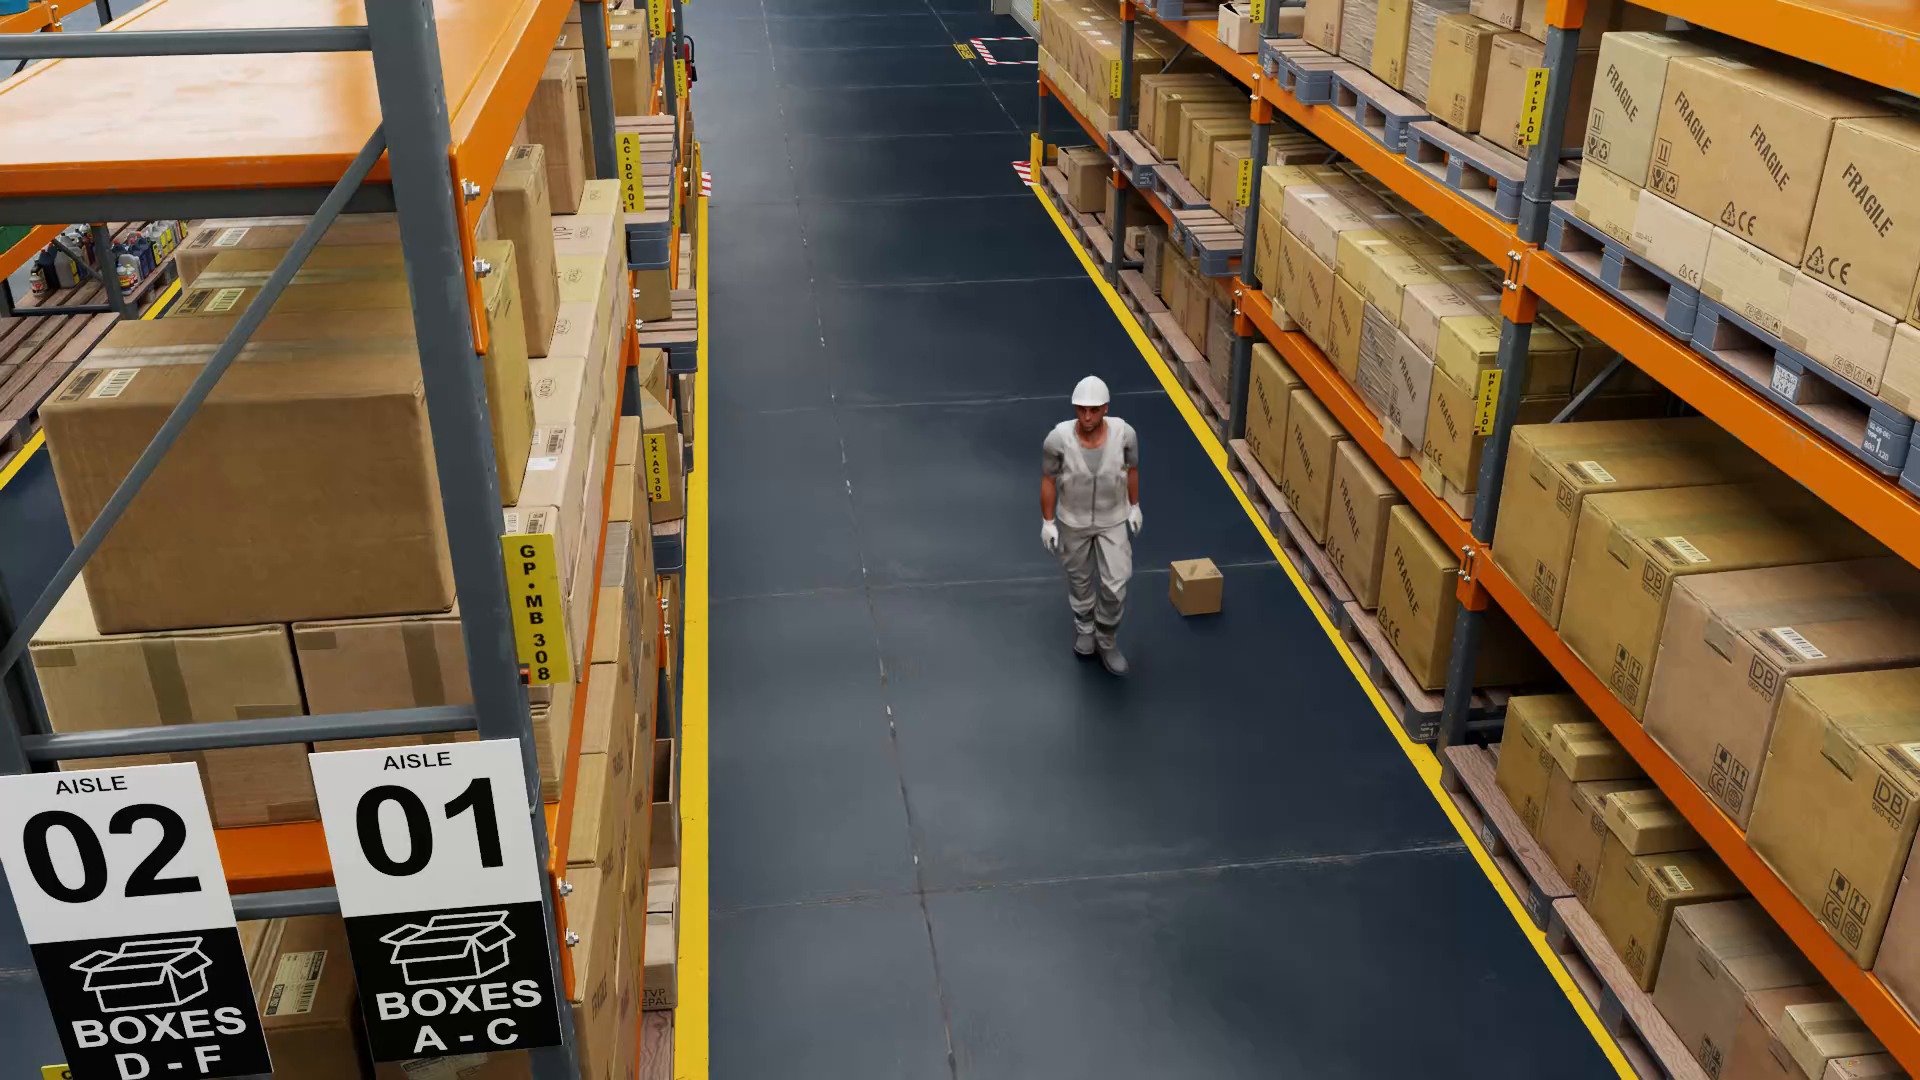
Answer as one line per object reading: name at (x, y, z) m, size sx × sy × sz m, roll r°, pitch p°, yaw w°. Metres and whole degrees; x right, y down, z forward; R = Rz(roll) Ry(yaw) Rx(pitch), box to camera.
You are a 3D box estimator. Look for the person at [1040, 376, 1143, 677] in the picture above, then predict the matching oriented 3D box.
person at (0.733, -0.106, 9.263) m, size 0.579 × 1.782 × 0.538 m, roll 2°, pitch 27°, yaw 4°
